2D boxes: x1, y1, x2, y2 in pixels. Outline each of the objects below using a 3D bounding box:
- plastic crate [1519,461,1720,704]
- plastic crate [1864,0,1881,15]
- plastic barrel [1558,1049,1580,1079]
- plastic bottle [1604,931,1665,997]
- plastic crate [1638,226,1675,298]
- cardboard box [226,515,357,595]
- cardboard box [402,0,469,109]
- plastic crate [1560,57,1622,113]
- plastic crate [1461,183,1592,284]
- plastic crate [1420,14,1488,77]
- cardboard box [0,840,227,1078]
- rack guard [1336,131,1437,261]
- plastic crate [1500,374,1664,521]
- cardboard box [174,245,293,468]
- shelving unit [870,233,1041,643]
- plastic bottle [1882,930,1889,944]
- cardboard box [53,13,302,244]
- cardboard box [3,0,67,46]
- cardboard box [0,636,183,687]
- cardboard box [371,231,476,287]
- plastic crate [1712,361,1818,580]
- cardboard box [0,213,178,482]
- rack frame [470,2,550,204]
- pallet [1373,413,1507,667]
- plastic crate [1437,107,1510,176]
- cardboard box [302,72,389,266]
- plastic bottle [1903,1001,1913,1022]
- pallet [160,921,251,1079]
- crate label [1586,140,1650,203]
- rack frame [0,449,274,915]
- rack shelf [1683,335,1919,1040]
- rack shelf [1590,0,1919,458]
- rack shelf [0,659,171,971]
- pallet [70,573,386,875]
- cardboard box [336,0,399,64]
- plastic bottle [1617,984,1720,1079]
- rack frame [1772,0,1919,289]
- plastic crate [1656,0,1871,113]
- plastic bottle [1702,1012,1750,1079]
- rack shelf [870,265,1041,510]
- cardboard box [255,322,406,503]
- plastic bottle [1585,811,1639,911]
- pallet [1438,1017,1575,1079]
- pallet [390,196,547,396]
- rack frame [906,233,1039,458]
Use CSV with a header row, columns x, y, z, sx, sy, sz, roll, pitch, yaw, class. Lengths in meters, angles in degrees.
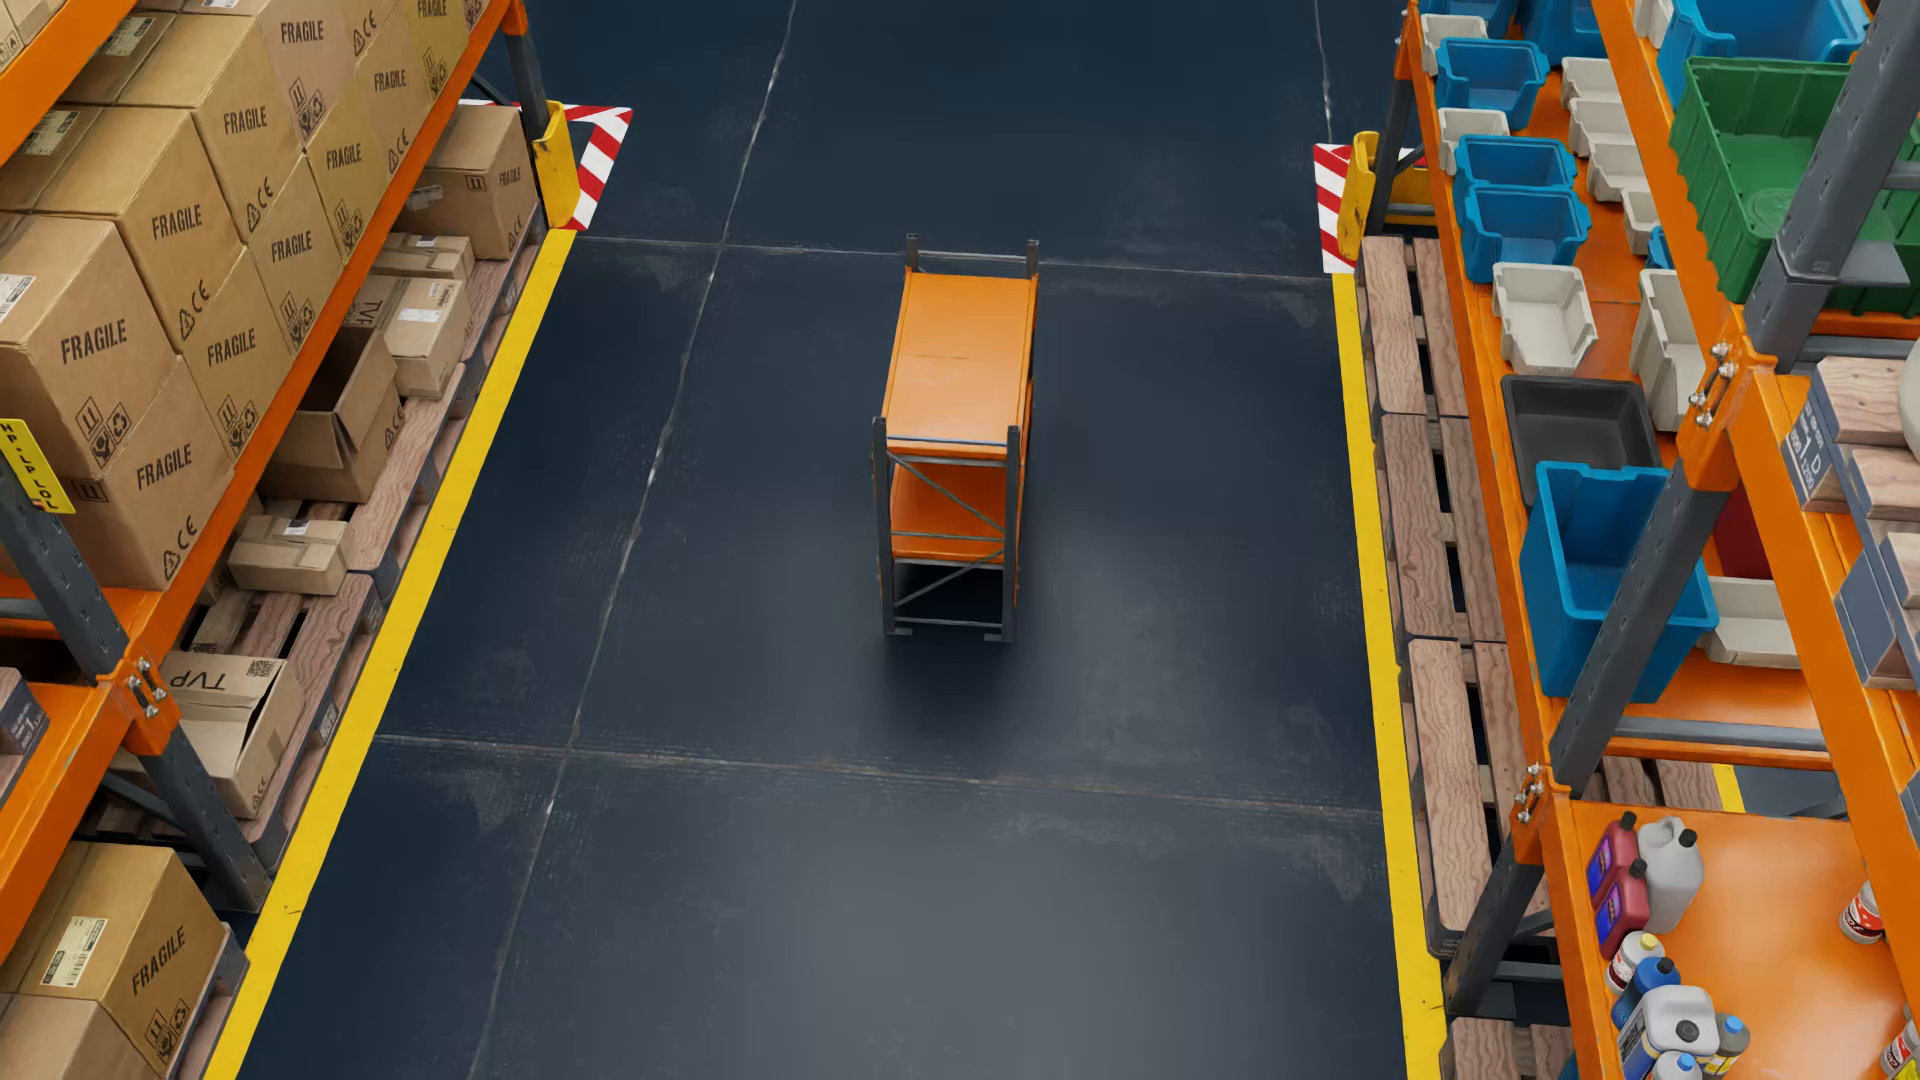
x,y,z,sx,sy,sz,roll,pitch,yaw,class
1.778,0.130,4.595,0.392,0.384,0.575,4,48,4,plastic crate
2.461,-1.352,4.035,0.497,0.269,0.590,4,48,4,plastic crate
2.008,1.476,4.531,0.600,0.901,0.708,4,48,4,plastic barrel
1.612,1.002,3.961,0.097,0.201,0.097,0,48,0,plastic bottle
2.508,-0.866,5.608,0.416,0.233,0.300,4,48,4,plastic crate
-2.535,0.052,6.317,0.380,0.166,0.250,4,48,4,cardboard box
-2.307,-2.069,6.568,0.500,0.500,0.500,4,48,4,cardboard box
2.545,-1.749,6.480,0.396,0.136,0.243,4,48,4,plastic crate
1.942,-1.045,5.772,0.416,0.233,0.300,4,48,4,plastic crate
1.977,-1.971,6.683,0.250,0.136,0.298,4,48,4,plastic crate
-2.617,1.252,4.994,0.500,0.500,0.500,4,48,3,cardboard box
2.429,-1.604,7.904,1.175,0.500,0.348,4,48,4,rack guard
1.909,-0.257,5.124,0.437,0.125,0.590,4,48,4,plastic crate
-2.496,-0.592,5.217,0.500,0.500,0.500,5,48,4,cardboard box
0.001,-0.385,6.365,0.538,1.125,1.048,4,48,4,shelving unit
2.361,0.864,4.037,0.152,0.276,0.135,4,48,4,plastic bottle
-2.441,-1.281,5.169,0.500,0.500,0.500,3,48,2,cardboard box
-2.517,-1.495,4.179,0.500,0.250,0.500,4,48,4,cardboard box
-3.088,0.432,5.744,0.500,0.500,0.500,4,48,4,cardboard box
-2.424,-1.249,7.508,0.380,0.166,0.250,4,48,4,cardboard box
2.406,-0.170,4.815,0.402,0.464,0.583,4,48,4,plastic crate
-2.534,-0.524,4.477,0.500,0.500,0.500,5,48,5,cardboard box
-2.493,-2.765,7.272,1.000,3.000,0.127,4,48,4,rack frame
2.212,0.010,6.624,1.003,0.211,1.213,4,48,4,pallet
1.916,-1.472,6.228,0.250,0.136,0.298,4,48,4,plastic crate
-2.404,-1.333,5.894,0.500,0.500,0.500,3,48,3,cardboard box
2.305,1.070,3.899,0.097,0.201,0.097,0,48,0,plastic bottle
-2.894,1.716,5.063,1.003,0.211,1.213,4,48,4,pallet
2.503,-1.330,6.098,0.396,0.136,0.243,4,48,4,crate label
-2.858,0.175,4.583,1.000,3.000,0.127,4,48,4,rack frame
1.893,1.211,2.091,1.077,0.370,4.000,4,48,4,rack shelf
2.257,-1.729,4.779,1.077,0.370,4.000,4,48,4,rack shelf
-3.040,1.887,3.505,1.077,0.370,4.000,4,48,4,rack shelf
-2.794,0.611,6.074,1.003,0.211,1.213,4,48,4,pallet
-2.348,-2.038,5.861,0.500,0.500,0.500,5,48,5,cardboard box
1.620,1.136,3.788,0.152,0.276,0.135,4,48,4,plastic bottle
2.075,-1.514,2.062,1.000,3.000,0.127,4,48,4,rack frame
1.840,-1.136,3.863,0.416,0.233,0.300,4,48,4,plastic crate
1.746,1.156,3.821,0.097,0.201,0.097,0,48,0,plastic bottle
0.001,-0.582,6.149,0.538,0.278,1.000,4,48,4,rack shelf
-2.691,-0.512,6.605,0.797,0.503,0.637,4,48,4,cardboard box
1.617,0.791,4.099,0.061,0.283,0.133,4,48,4,plastic bottle
1.963,2.016,4.789,1.003,0.211,1.213,4,48,4,pallet
-2.572,-1.182,7.714,1.003,0.211,1.213,4,48,4,pallet
0.047,-0.758,6.707,0.500,1.125,0.032,4,48,4,rack frame
